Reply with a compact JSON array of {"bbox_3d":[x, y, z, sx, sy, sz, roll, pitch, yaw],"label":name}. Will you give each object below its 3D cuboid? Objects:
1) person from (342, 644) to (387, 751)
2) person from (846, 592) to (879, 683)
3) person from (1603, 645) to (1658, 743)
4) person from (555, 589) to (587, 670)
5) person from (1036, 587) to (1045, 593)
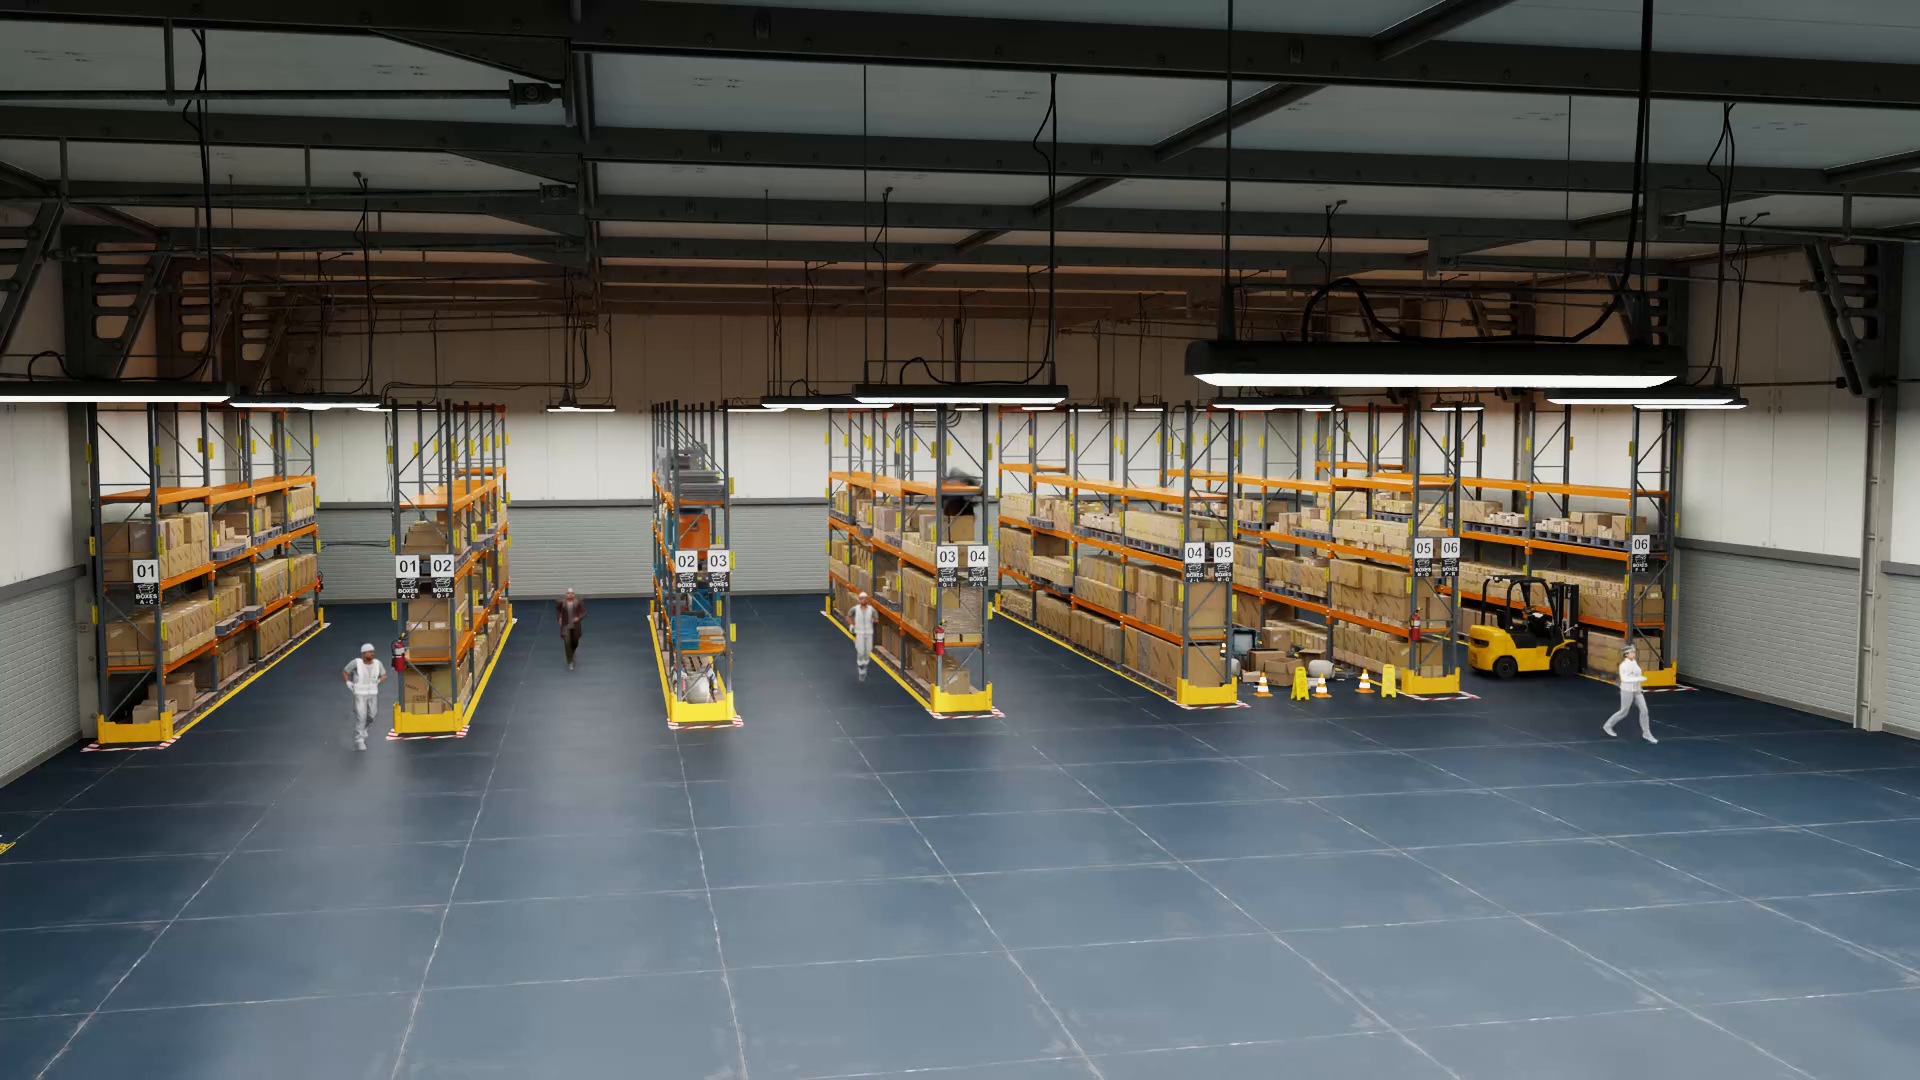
[{"bbox_3d":[-10.263,2.678,28.802,0.703,1.761,0.984,-4,6,-42],"label":"person"},{"bbox_3d":[-1.989,1.995,34.357,0.631,1.842,0.734,-1,4,-14],"label":"person"},{"bbox_3d":[11.795,2.672,29.189,0.609,1.692,0.939,-3,5,-37],"label":"person"},{"bbox_3d":[-8.846,2.004,37.867,0.674,1.805,1.202,-1,5,-19],"label":"person"},{"bbox_3d":[2.378,1.185,49.918,0.464,1.601,0.712,3,5,31],"label":"person"}]
